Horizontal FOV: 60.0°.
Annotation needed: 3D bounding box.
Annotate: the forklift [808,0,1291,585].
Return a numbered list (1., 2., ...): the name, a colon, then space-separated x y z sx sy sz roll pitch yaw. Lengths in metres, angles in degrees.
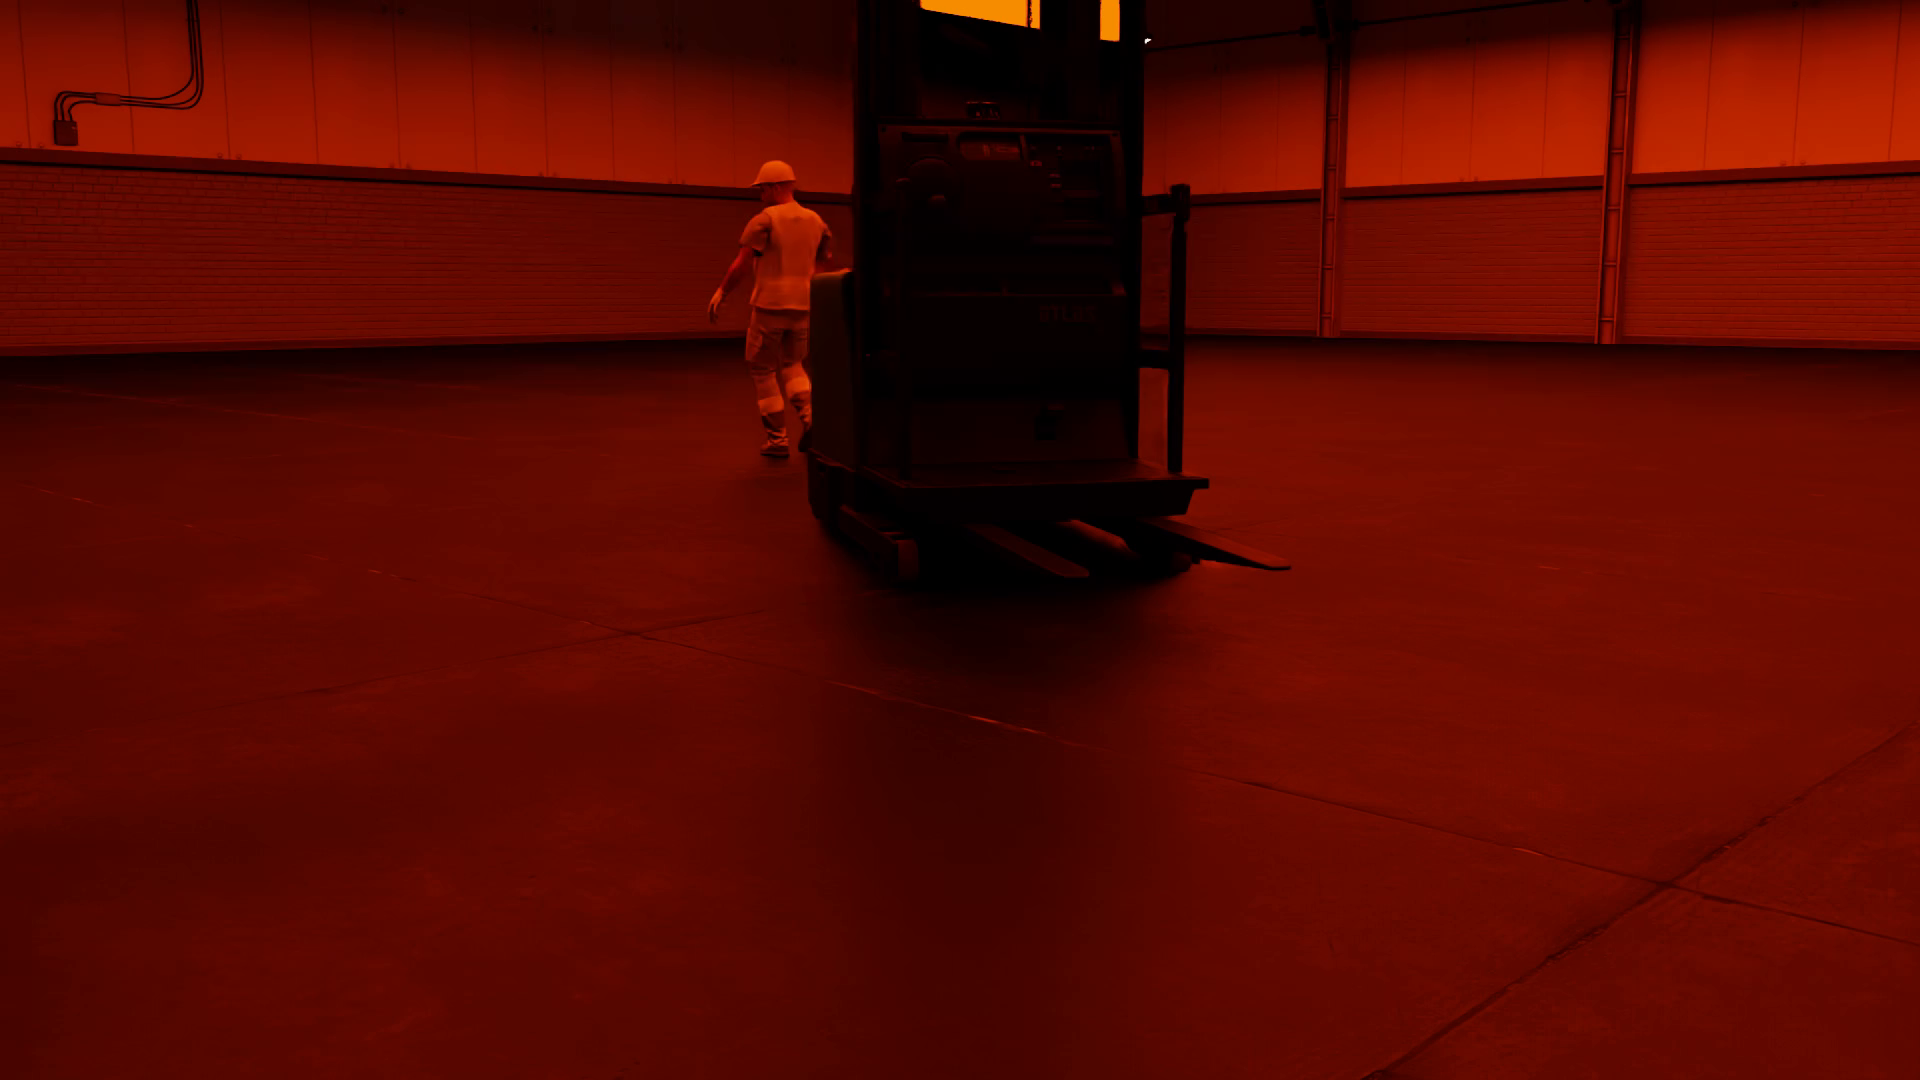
1. forklift: 0.215 -1.356 5.878 1.130 2.935 3.031 -2 9 -15

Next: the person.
1. person: -1.130 -1.375 9.983 0.806 1.759 0.480 -5 10 -32
